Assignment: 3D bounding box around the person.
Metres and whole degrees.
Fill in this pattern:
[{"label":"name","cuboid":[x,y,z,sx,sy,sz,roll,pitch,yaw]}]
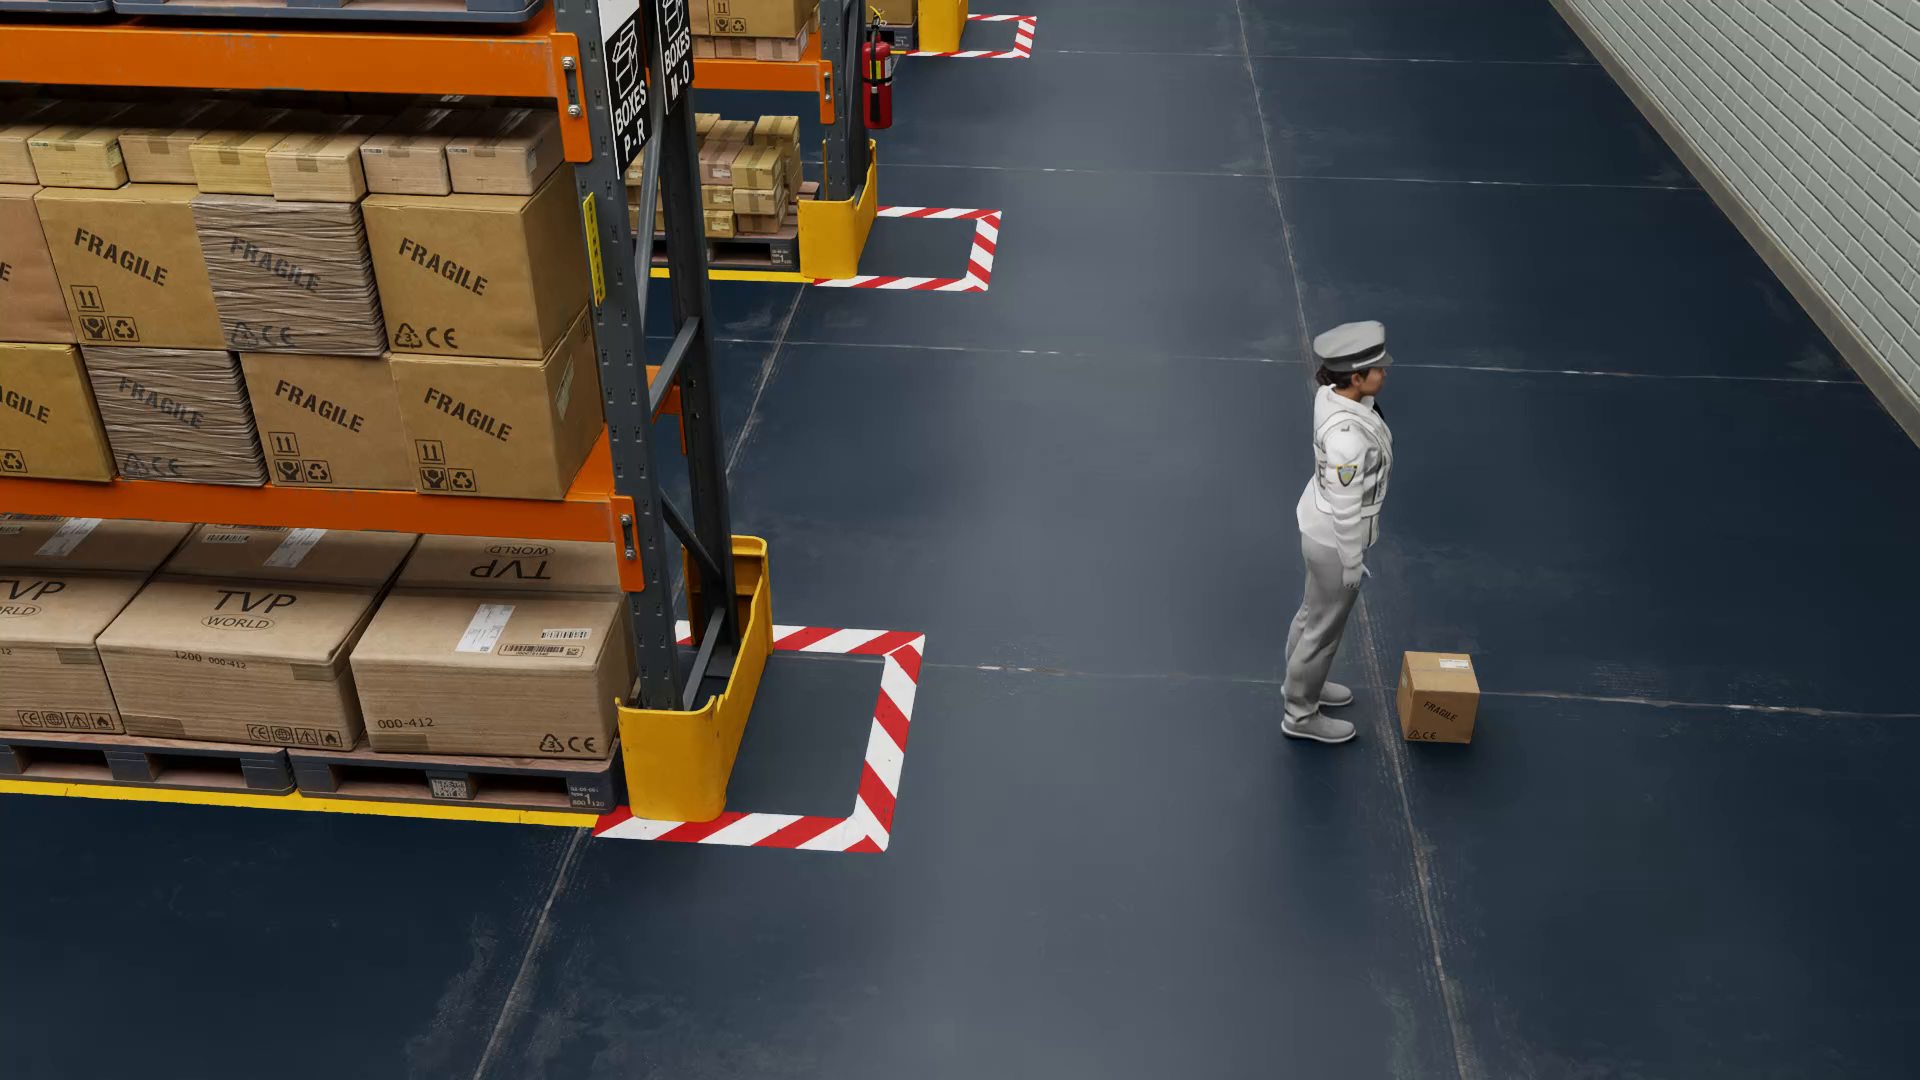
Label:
[{"label":"person","cuboid":[1.396,-0.020,6.148,0.347,1.690,0.472,3,32,5]}]
